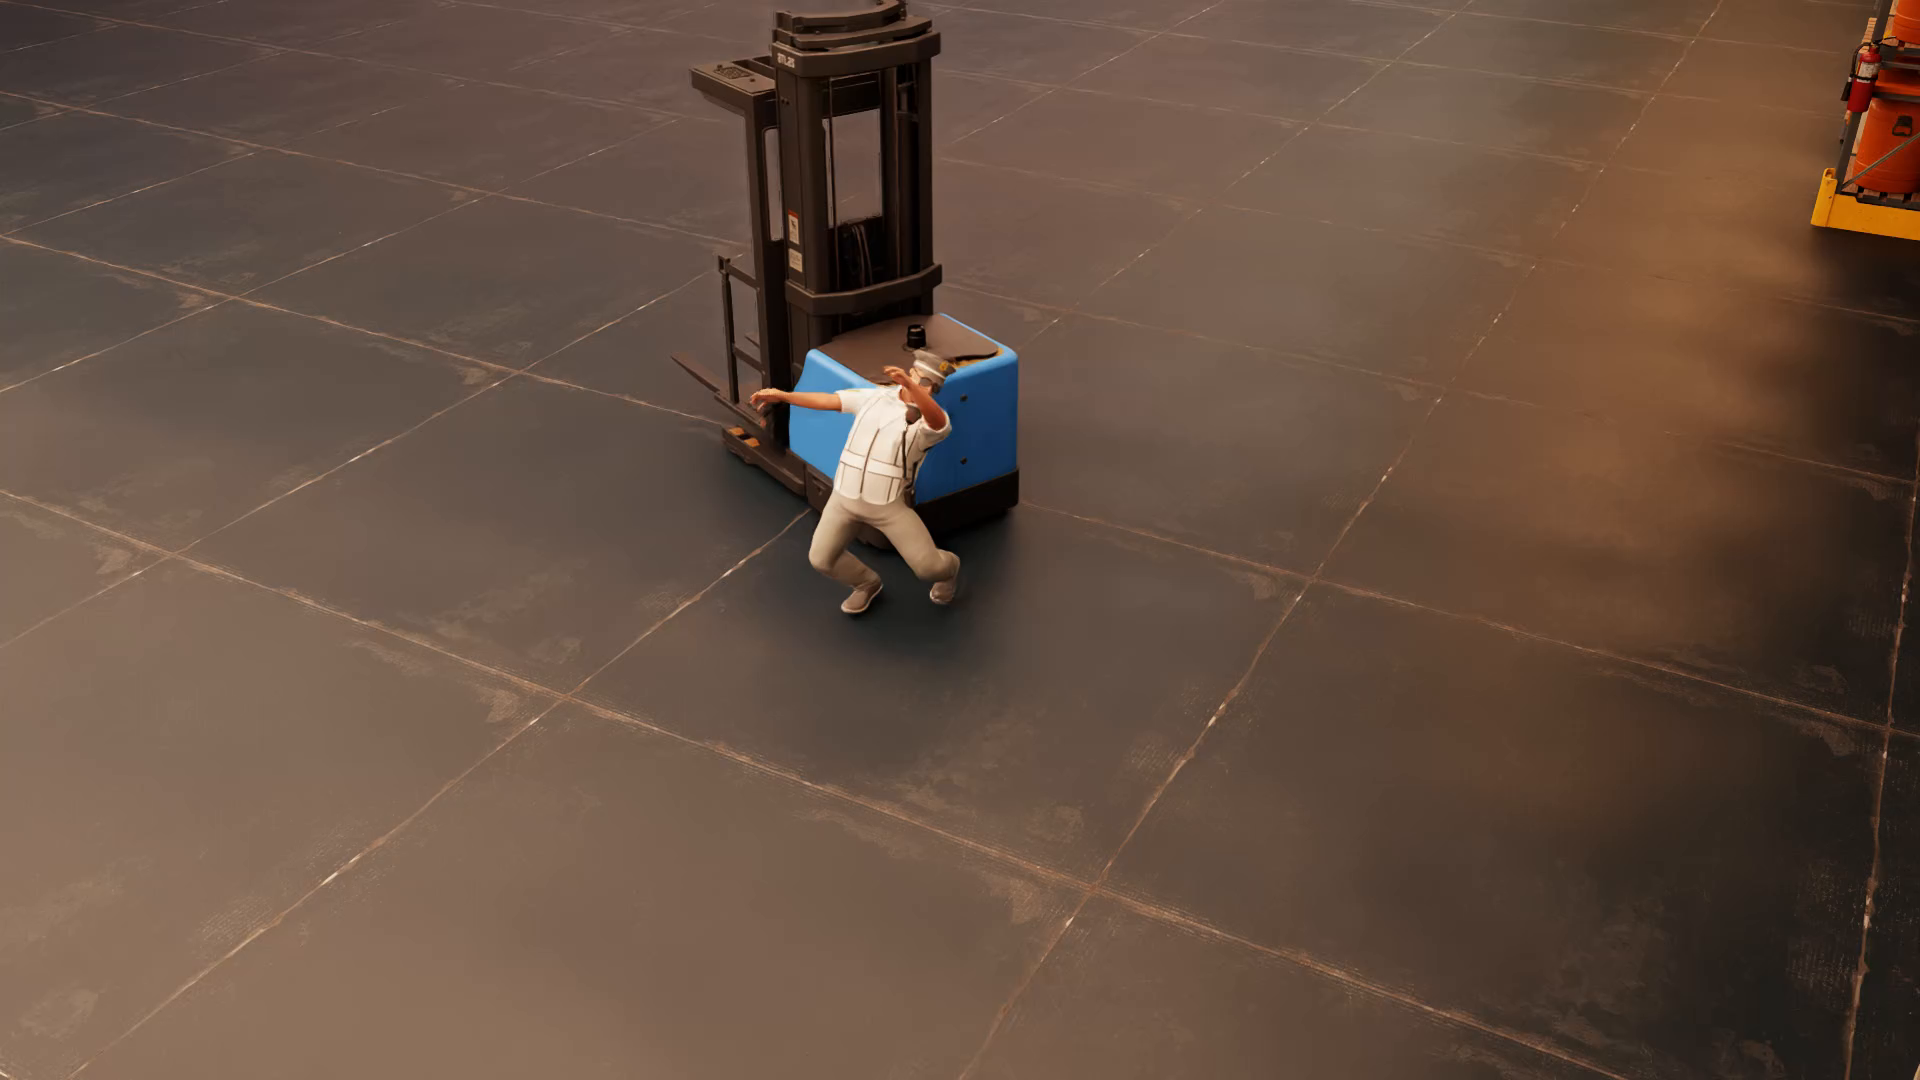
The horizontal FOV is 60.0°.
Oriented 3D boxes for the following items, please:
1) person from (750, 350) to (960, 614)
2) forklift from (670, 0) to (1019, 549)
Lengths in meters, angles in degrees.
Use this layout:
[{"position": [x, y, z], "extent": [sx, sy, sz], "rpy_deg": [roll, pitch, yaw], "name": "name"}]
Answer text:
[{"position": [-0.527, -0.365, 9.001], "extent": [1.075, 1.593, 0.711], "rpy_deg": [8, 31, 14], "name": "person"}, {"position": [-0.912, -1.895, 10.355], "extent": [1.130, 2.935, 3.031], "rpy_deg": [-20, 36, -31], "name": "forklift"}]
